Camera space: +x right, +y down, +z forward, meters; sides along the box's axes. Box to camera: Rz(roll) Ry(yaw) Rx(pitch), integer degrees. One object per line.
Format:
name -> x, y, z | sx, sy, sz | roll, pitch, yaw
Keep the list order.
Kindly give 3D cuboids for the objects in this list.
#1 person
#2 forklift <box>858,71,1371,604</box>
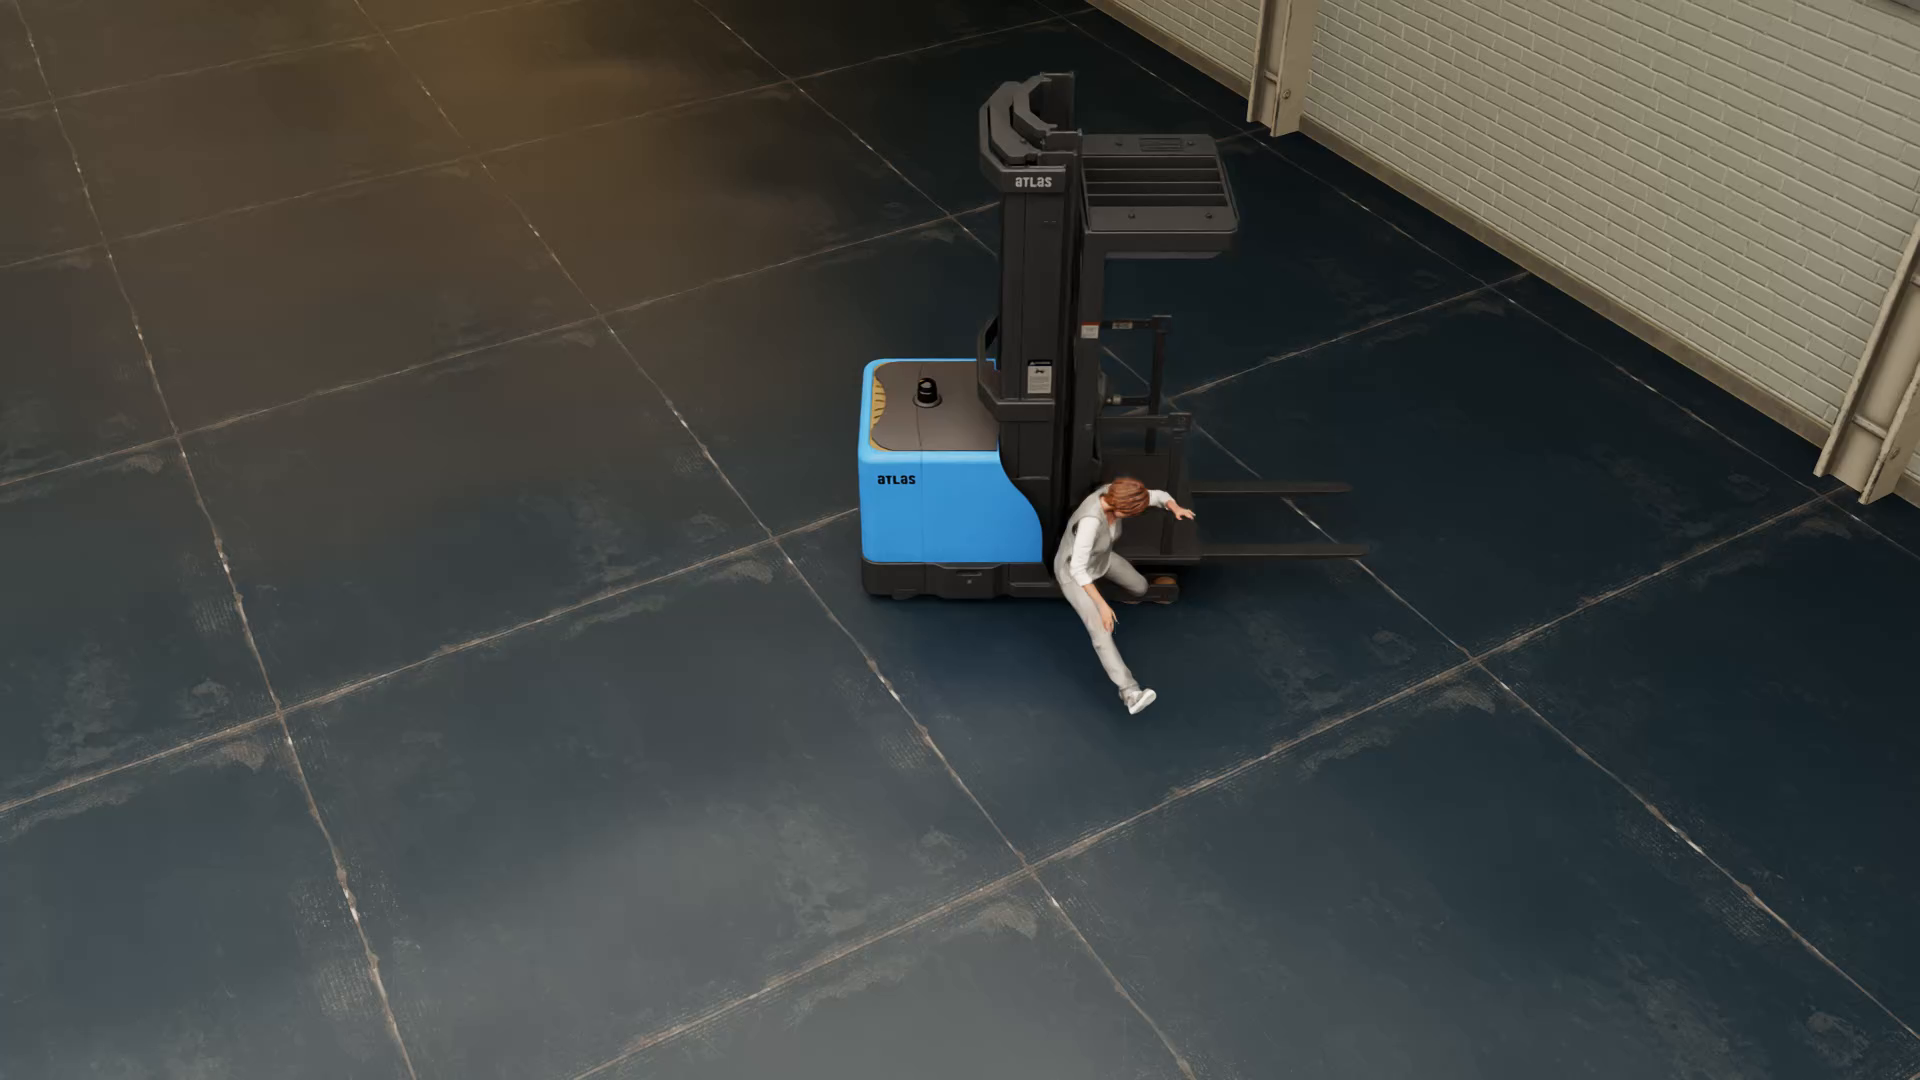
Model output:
person -> 0.900, 0.153, 9.071 | 1.030, 1.118, 0.928 | 29, 48, 30
forklift -> 0.928, -1.088, 9.348 | 3.031, 2.935, 1.130 | 0, 40, 0
